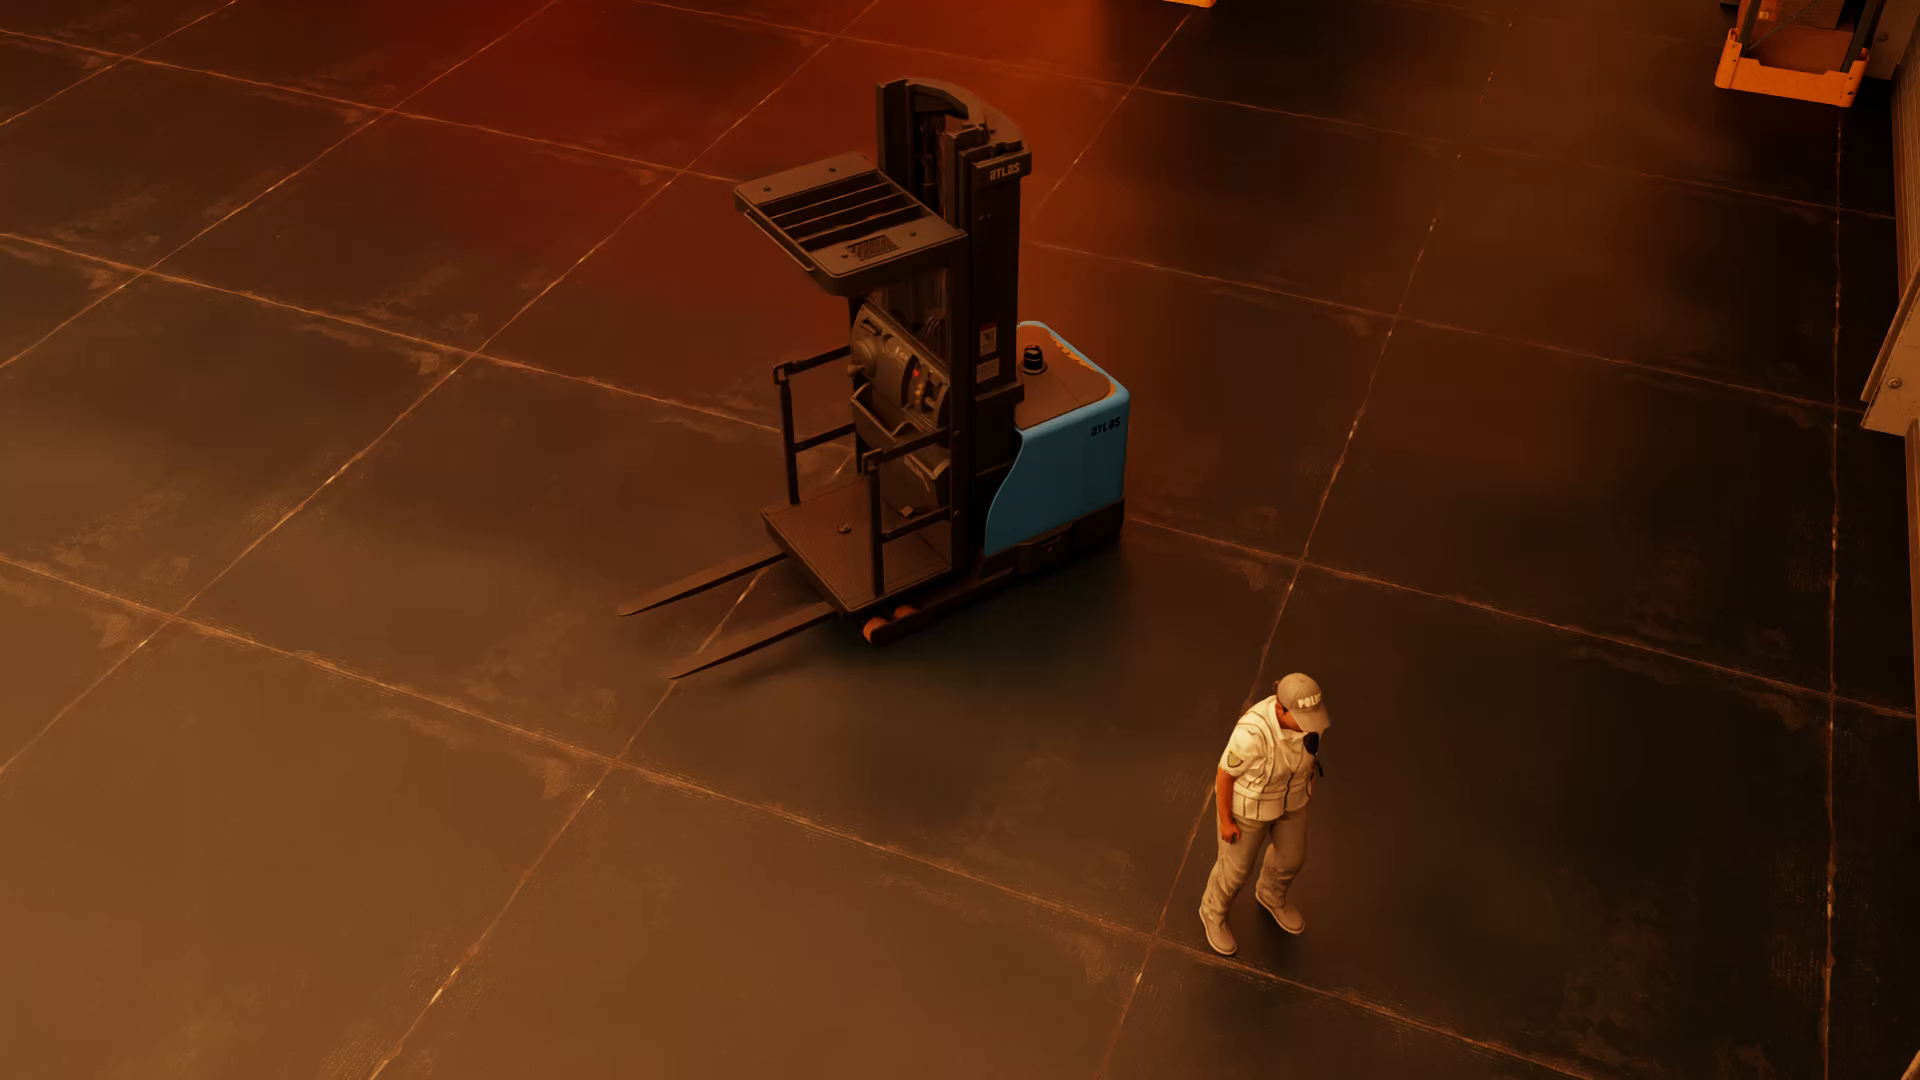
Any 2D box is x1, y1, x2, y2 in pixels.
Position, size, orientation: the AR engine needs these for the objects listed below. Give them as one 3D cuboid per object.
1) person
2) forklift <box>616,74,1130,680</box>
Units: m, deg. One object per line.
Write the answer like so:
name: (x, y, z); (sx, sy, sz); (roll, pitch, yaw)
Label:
person: (1.403, 1.206, 7.564); (0.530, 1.665, 0.455); (-17, 43, -19)
forklift: (-0.509, -0.904, 9.087); (3.031, 2.935, 1.130); (-23, 45, -25)
